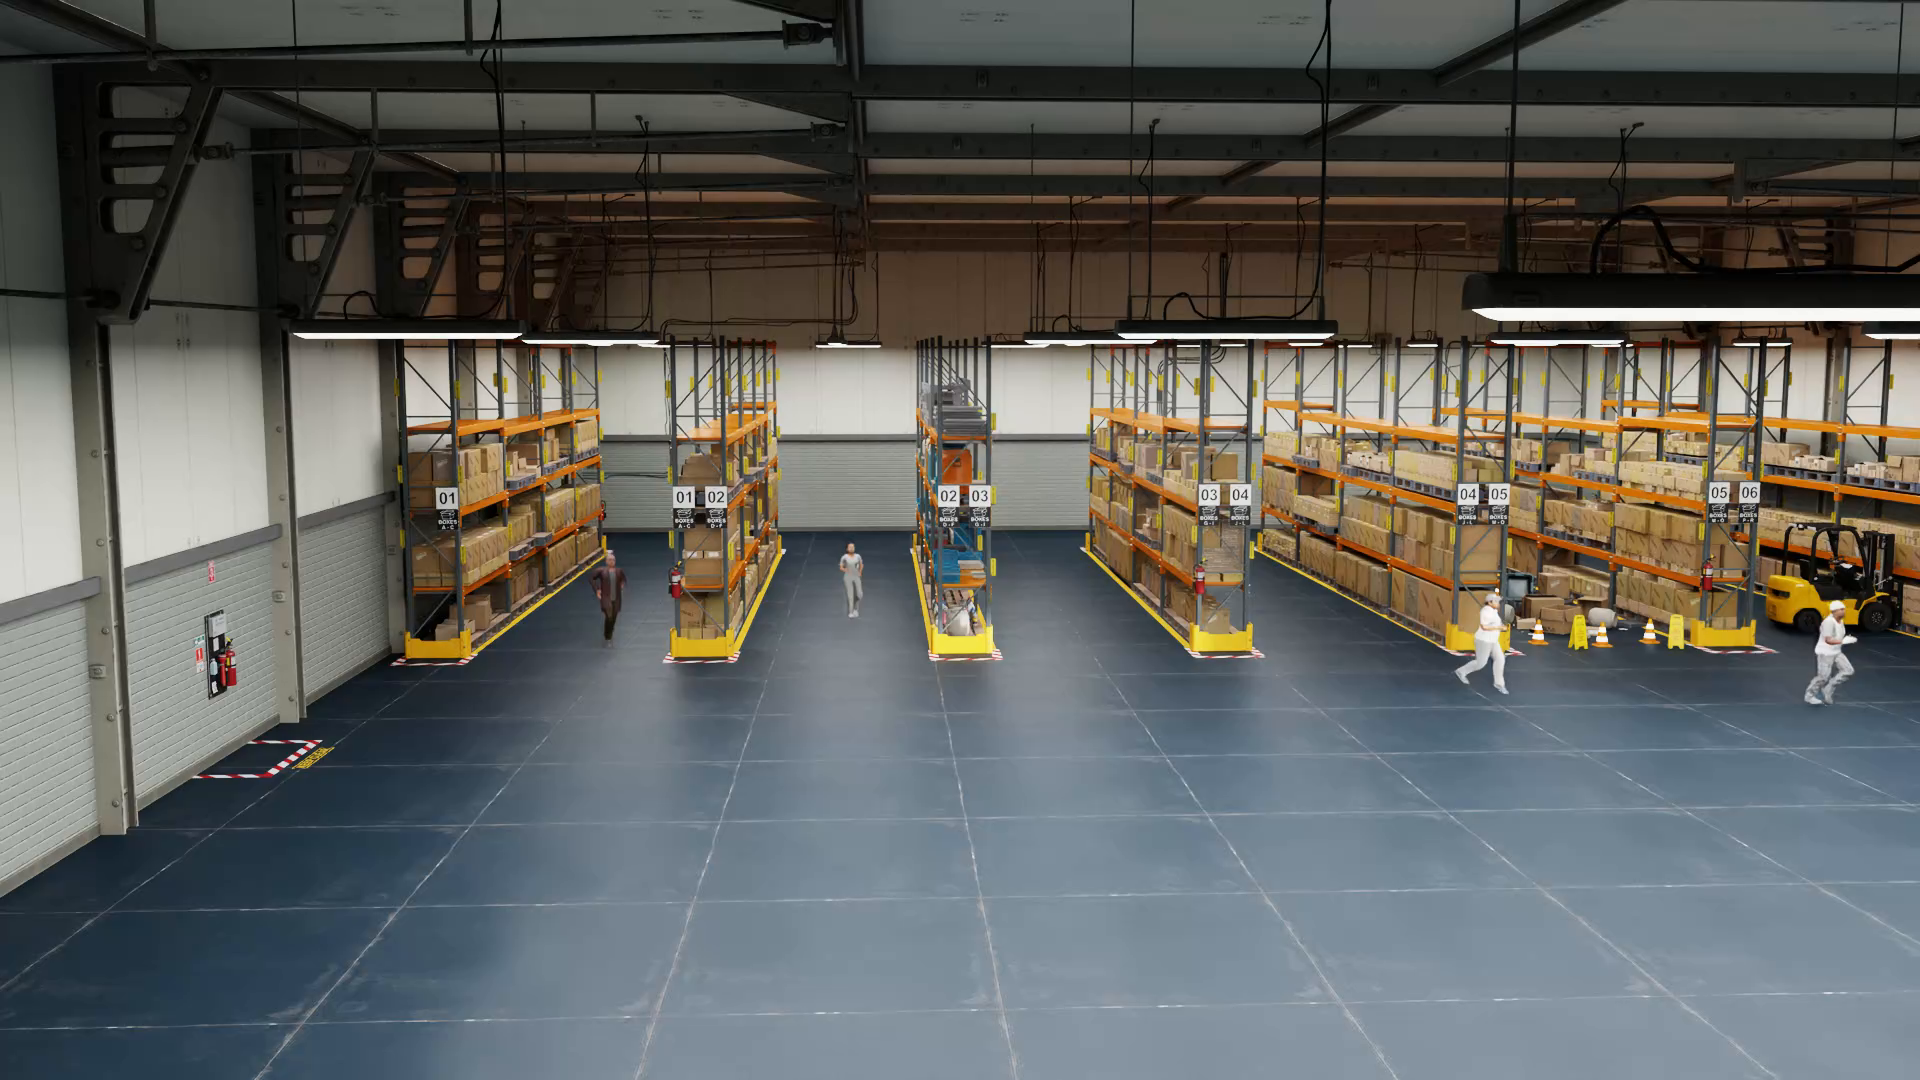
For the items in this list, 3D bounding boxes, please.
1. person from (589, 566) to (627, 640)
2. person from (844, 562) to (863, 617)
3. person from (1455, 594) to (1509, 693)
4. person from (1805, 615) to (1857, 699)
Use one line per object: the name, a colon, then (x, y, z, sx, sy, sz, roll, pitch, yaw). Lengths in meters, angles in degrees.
person: (-6.811, 1.204, 32.337, 0.681, 1.463, 0.686, -4, 8, -33)
person: (-2.302, 1.061, 35.569, 0.351, 1.220, 0.525, -2, 7, -17)
person: (8.841, 1.743, 28.090, 0.912, 1.711, 0.572, 5, 8, 35)
person: (13.983, 1.899, 26.650, 0.715, 1.403, 0.775, -6, 9, -42)
